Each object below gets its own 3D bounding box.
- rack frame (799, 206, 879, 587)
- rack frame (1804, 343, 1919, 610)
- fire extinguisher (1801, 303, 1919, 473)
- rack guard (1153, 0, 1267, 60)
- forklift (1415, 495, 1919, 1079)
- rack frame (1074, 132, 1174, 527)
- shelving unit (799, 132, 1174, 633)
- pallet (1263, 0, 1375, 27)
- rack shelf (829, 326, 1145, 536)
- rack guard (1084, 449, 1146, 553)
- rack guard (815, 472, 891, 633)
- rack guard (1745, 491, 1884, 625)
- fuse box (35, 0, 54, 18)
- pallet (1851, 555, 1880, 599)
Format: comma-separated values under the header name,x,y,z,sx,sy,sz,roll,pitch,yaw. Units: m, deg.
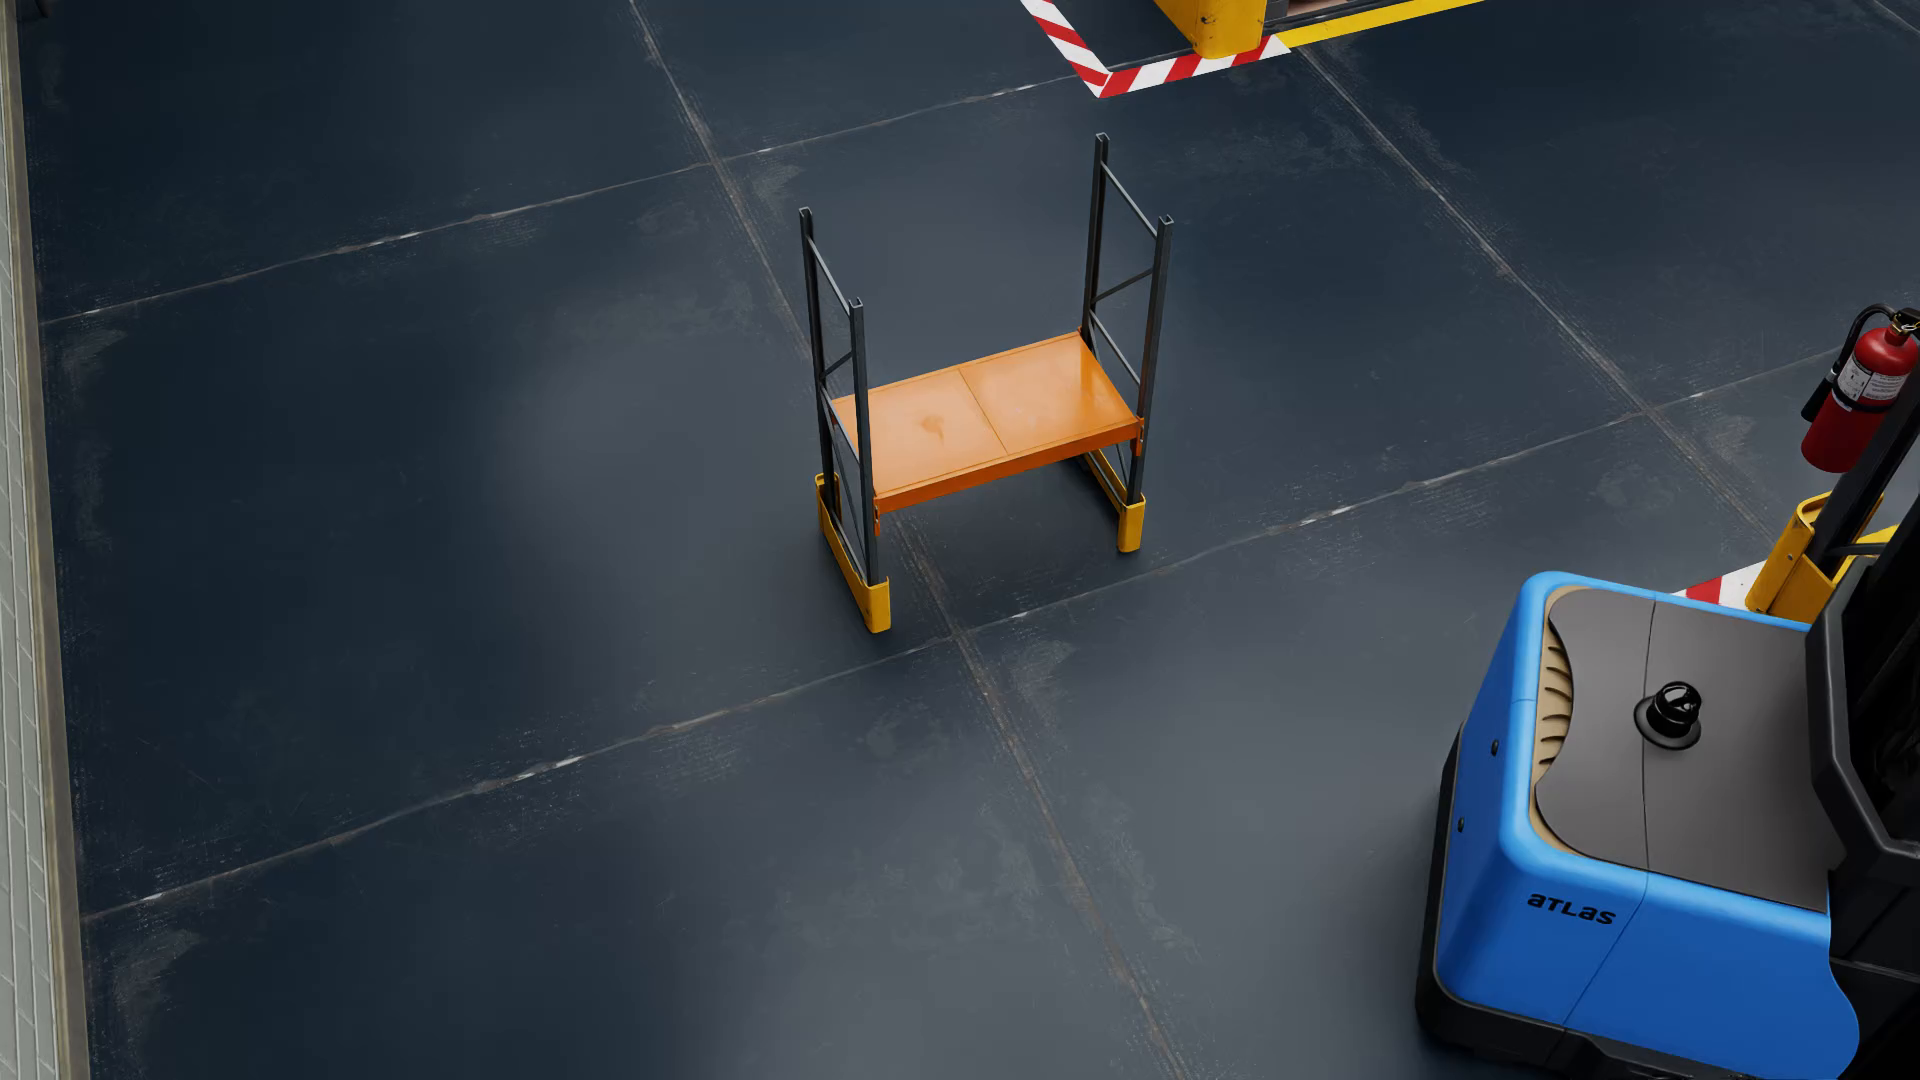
name,x,y,z,sx,sy,sz,roll,pitch,yaw
rack frame,-0.392,-0.367,5.577,0.032,1.500,0.500,-17,52,-14
rack frame,3.145,-0.383,4.601,0.127,3.000,1.000,-17,52,-14
fire extinguisher,2.737,-0.488,4.989,0.183,0.674,0.296,-17,52,-14
rack guard,1.158,-3.009,8.505,0.348,0.500,1.175,-17,52,-14
forklift,2.933,0.485,3.901,3.031,2.935,1.130,13,51,11
rack frame,0.550,-0.659,5.827,0.032,1.500,0.500,-17,52,-14
shelving unit,0.071,-0.511,5.700,1.083,1.500,0.587,-17,52,-14
pallet,1.891,-3.206,8.864,1.213,0.211,1.003,-17,52,-14
rack shelf,0.079,-0.396,5.838,1.000,0.185,0.538,-17,52,-14
rack guard,0.532,-0.246,6.297,0.087,0.250,0.587,-17,52,-14
rack guard,-0.390,0.040,6.051,0.087,0.250,0.587,-17,52,-14
rack guard,3.216,0.410,5.568,0.348,0.500,1.175,-17,52,-14
fuse box,-4.691,-3.294,7.951,0.414,1.711,0.539,-17,52,-14
pallet,3.981,0.296,5.857,1.213,0.211,1.003,-17,52,-14
